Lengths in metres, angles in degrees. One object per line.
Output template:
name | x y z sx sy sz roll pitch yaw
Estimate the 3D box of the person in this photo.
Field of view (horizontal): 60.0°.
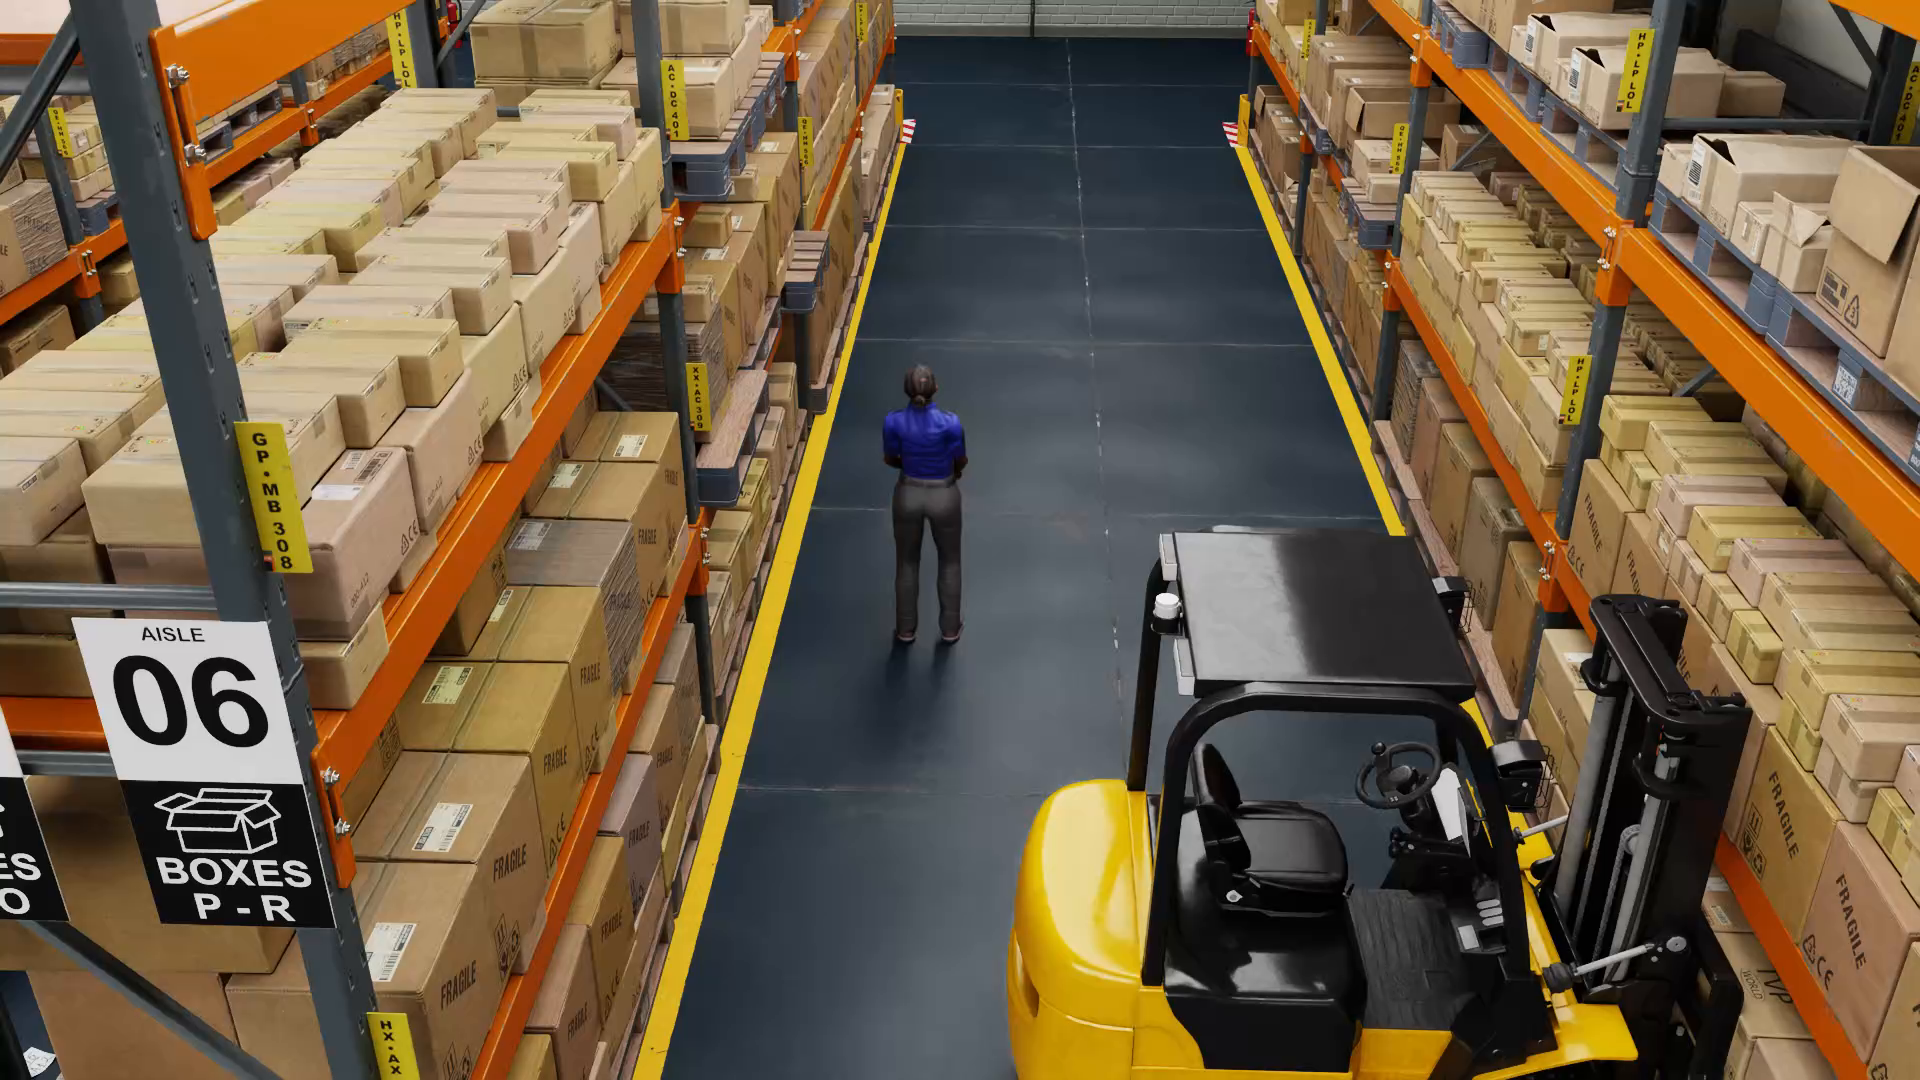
person | -0.172 -0.236 9.069 0.448 1.655 0.507 3 28 6
